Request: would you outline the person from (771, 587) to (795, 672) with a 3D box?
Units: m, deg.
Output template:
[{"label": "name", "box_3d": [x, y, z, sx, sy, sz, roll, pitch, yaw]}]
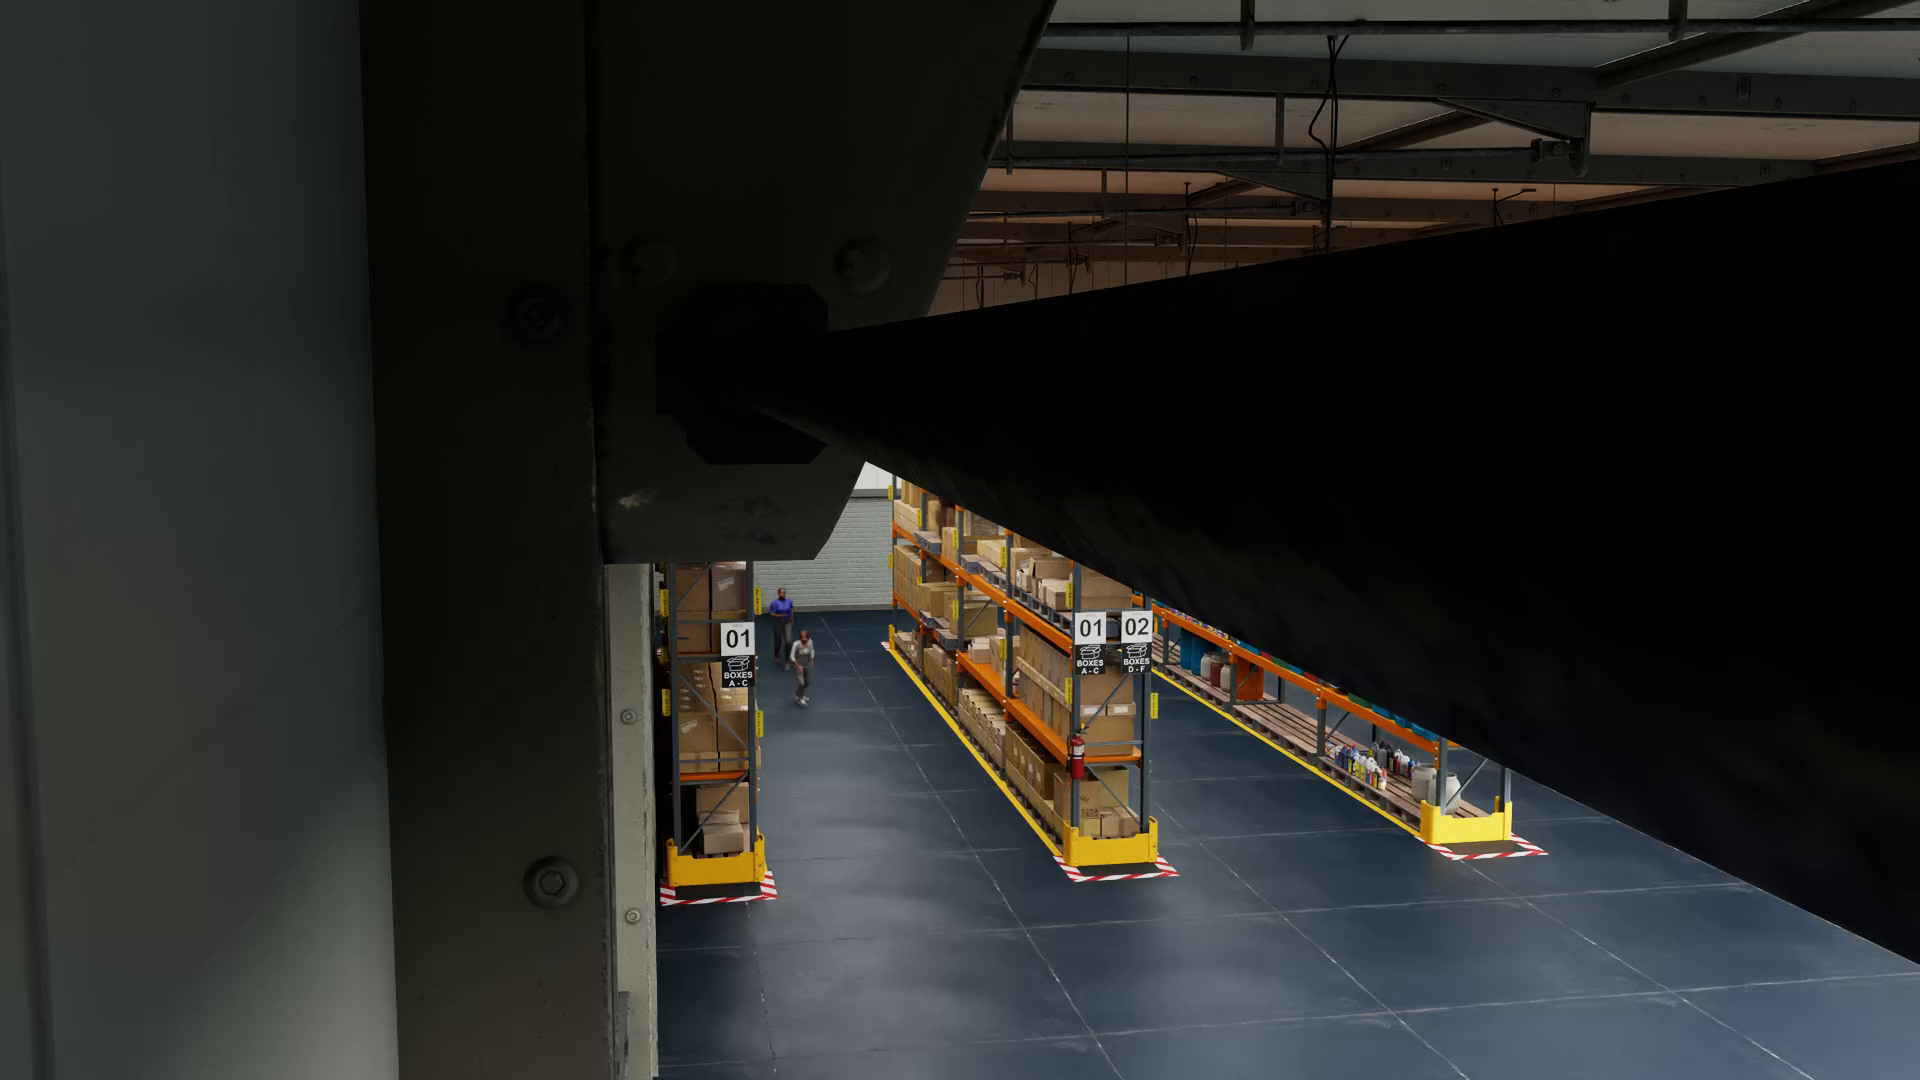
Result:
[{"label": "person", "box_3d": [-3.647, 1.810, 34.169, 0.542, 1.696, 0.863, -2, 6, -17]}]

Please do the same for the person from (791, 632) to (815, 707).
[{"label": "person", "box_3d": [-2.882, 2.340, 30.329, 0.535, 1.441, 0.779, -4, 7, -34]}]
